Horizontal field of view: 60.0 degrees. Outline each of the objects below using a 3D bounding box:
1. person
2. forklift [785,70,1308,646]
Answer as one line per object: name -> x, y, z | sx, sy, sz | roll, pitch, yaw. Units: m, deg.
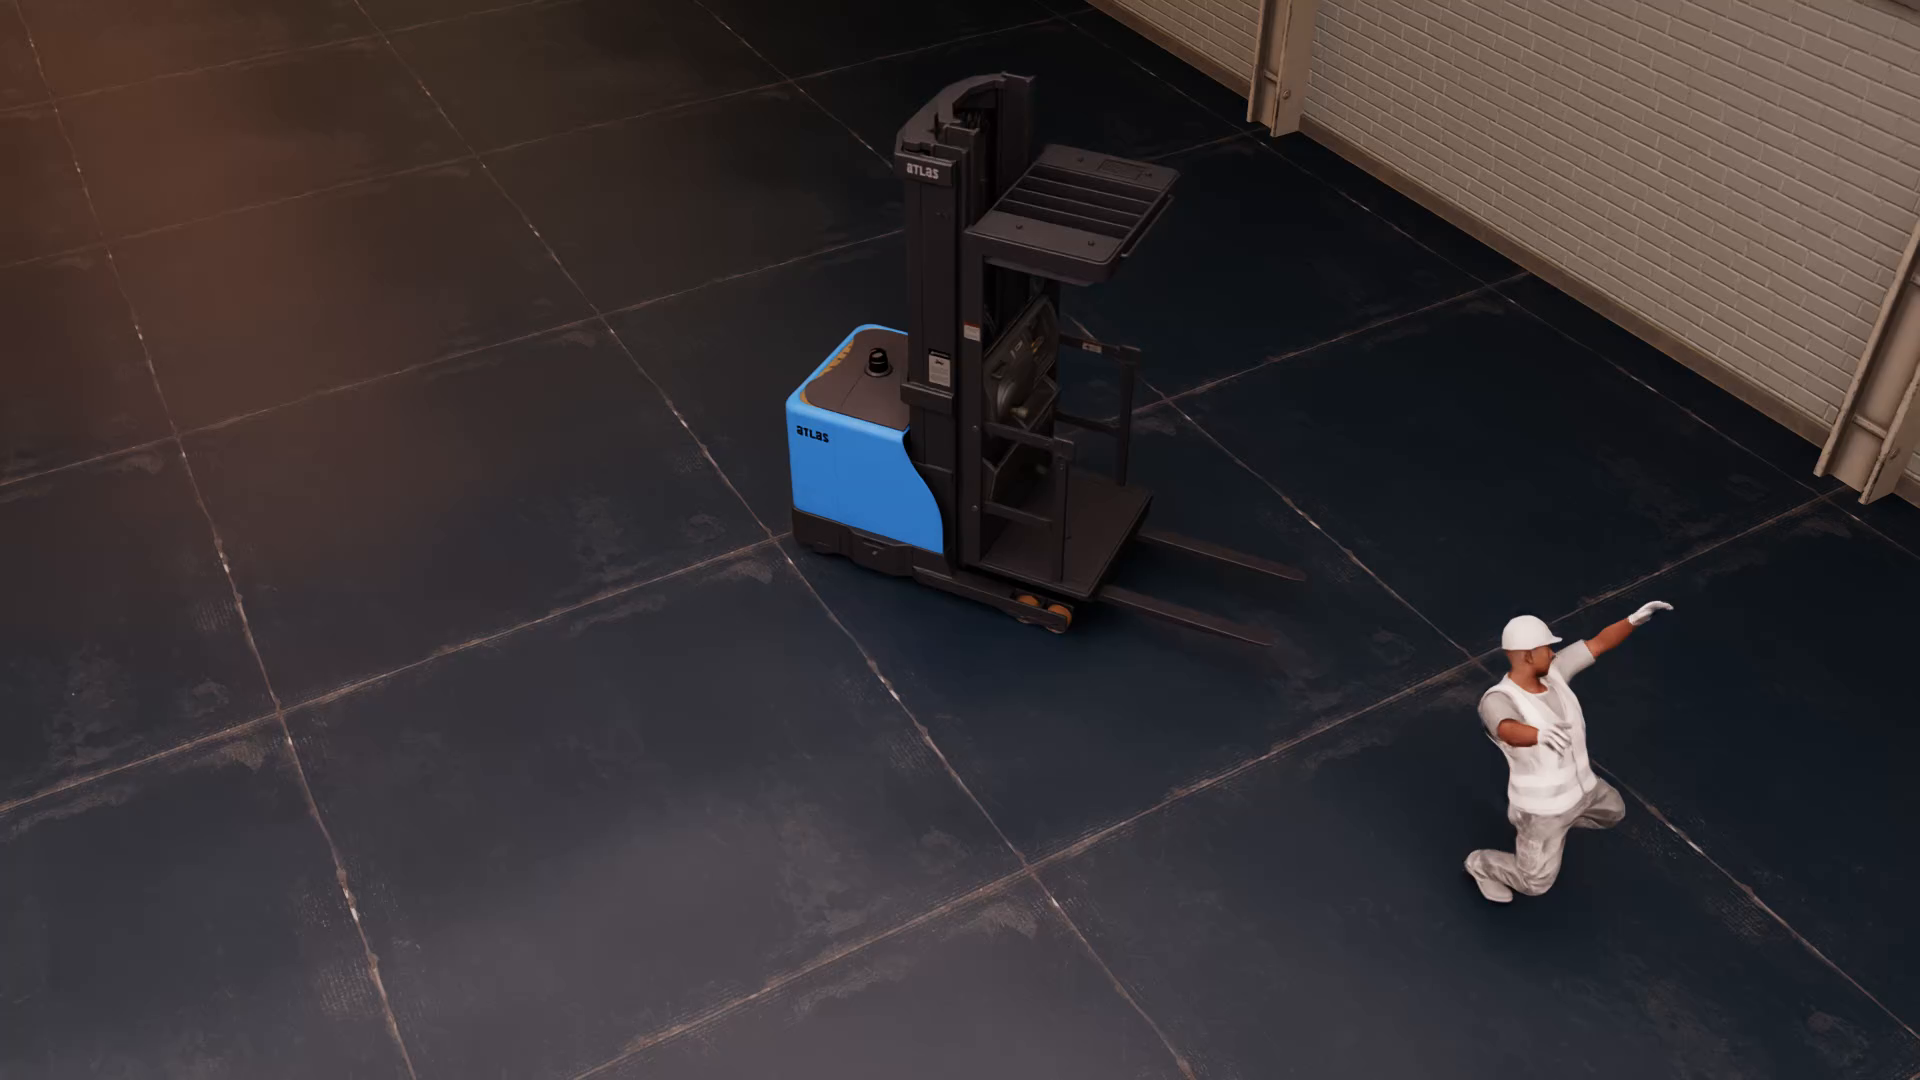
person -> 2.684, 1.044, 7.761 | 1.044, 1.671, 0.732 | -32, 49, -32
forklift -> 0.527, -0.975, 9.212 | 3.031, 2.935, 1.130 | 17, 43, 19
